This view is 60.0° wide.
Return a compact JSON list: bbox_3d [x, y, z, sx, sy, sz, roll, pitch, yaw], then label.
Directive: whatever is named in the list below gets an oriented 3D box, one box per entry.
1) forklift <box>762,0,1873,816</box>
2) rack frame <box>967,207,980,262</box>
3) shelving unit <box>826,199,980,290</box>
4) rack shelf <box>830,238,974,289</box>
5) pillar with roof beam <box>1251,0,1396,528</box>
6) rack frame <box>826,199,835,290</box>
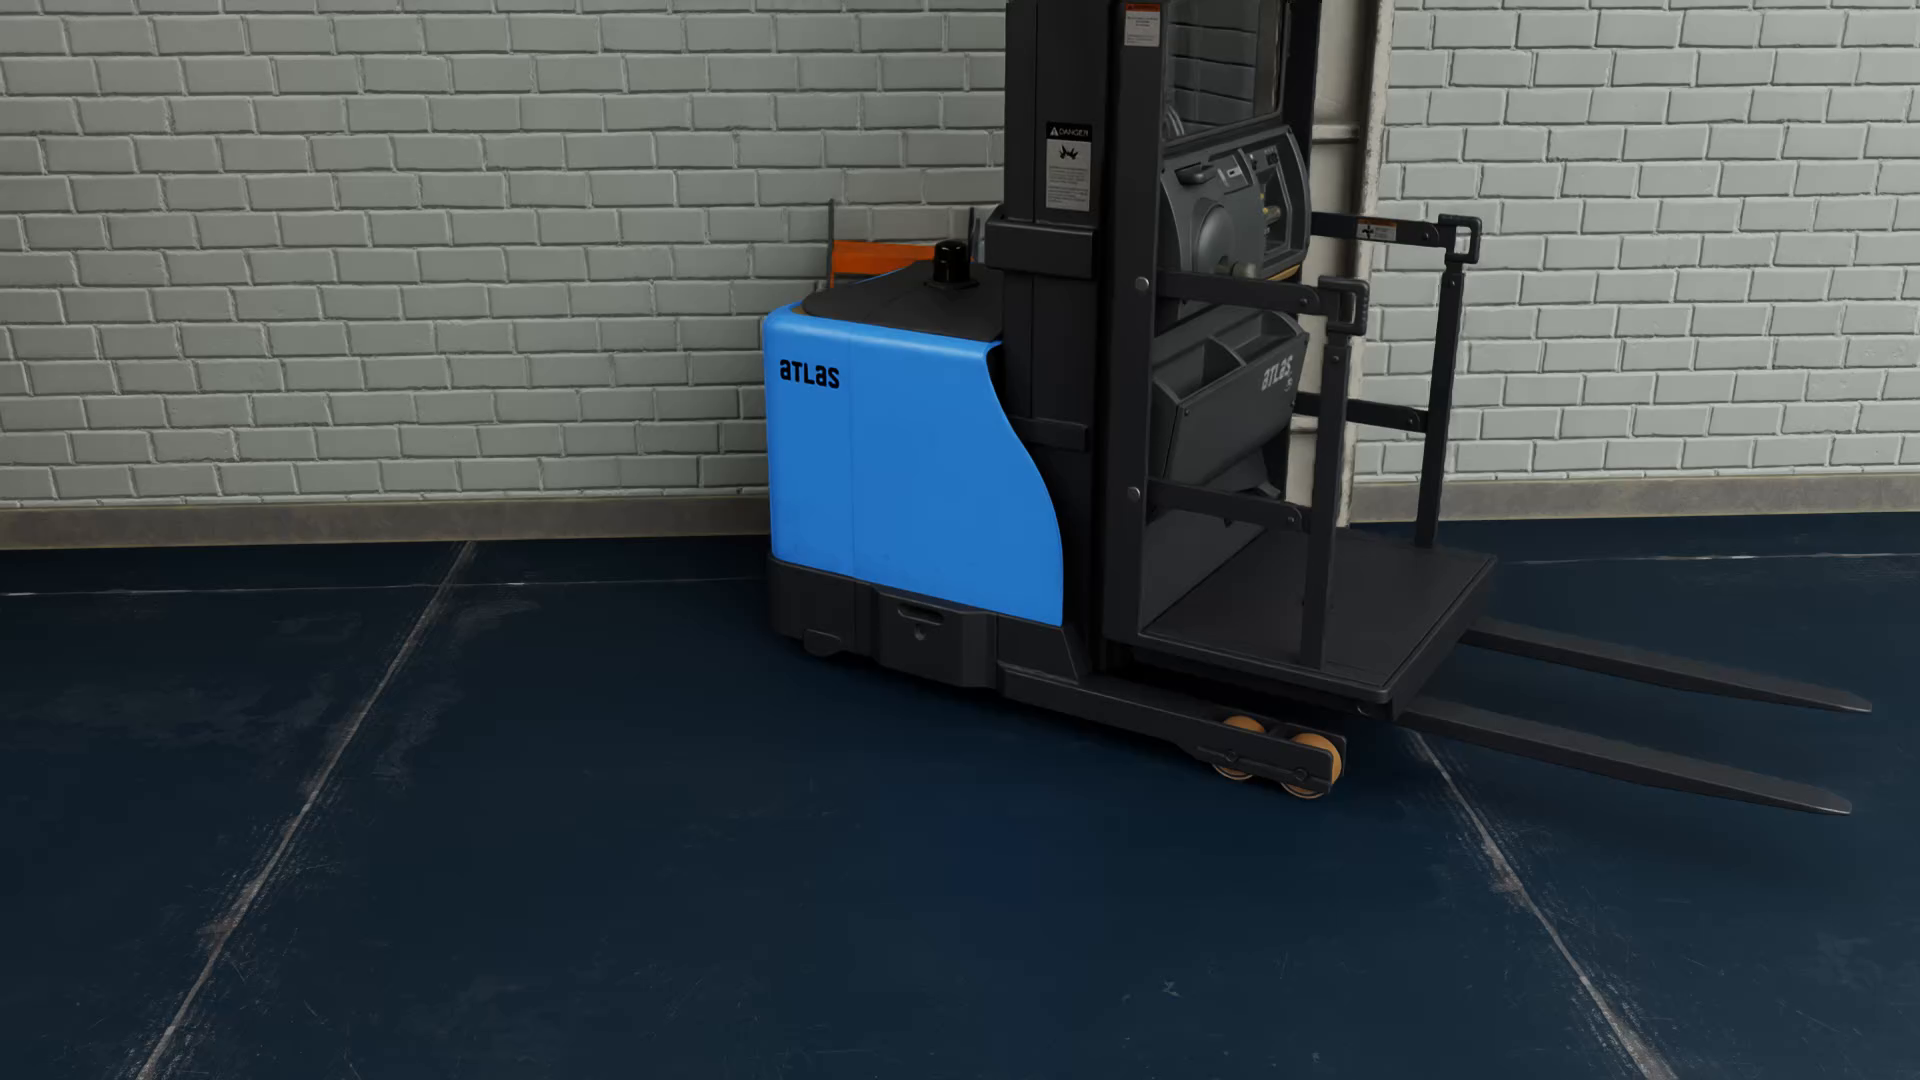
[{"bbox_3d":[0.930,-0.910,4.391,3.031,2.935,1.130,12,24,29],"label":"forklift"},{"bbox_3d":[0.009,-0.558,5.897,0.015,1.200,0.240,2,20,-6],"label":"rack frame"},{"bbox_3d":[-0.234,-0.567,5.872,0.503,1.200,0.258,2,20,-6],"label":"shelving unit"},{"bbox_3d":[-0.206,-0.935,5.736,0.480,0.148,0.258,2,20,-6],"label":"rack shelf"},{"bbox_3d":[1.445,-2.693,0.548,0.400,9.000,9.100,-1,21,-3],"label":"pillar with roof beam"},{"bbox_3d":[-0.476,-0.576,5.847,0.015,1.200,0.240,2,20,-6],"label":"rack frame"}]
